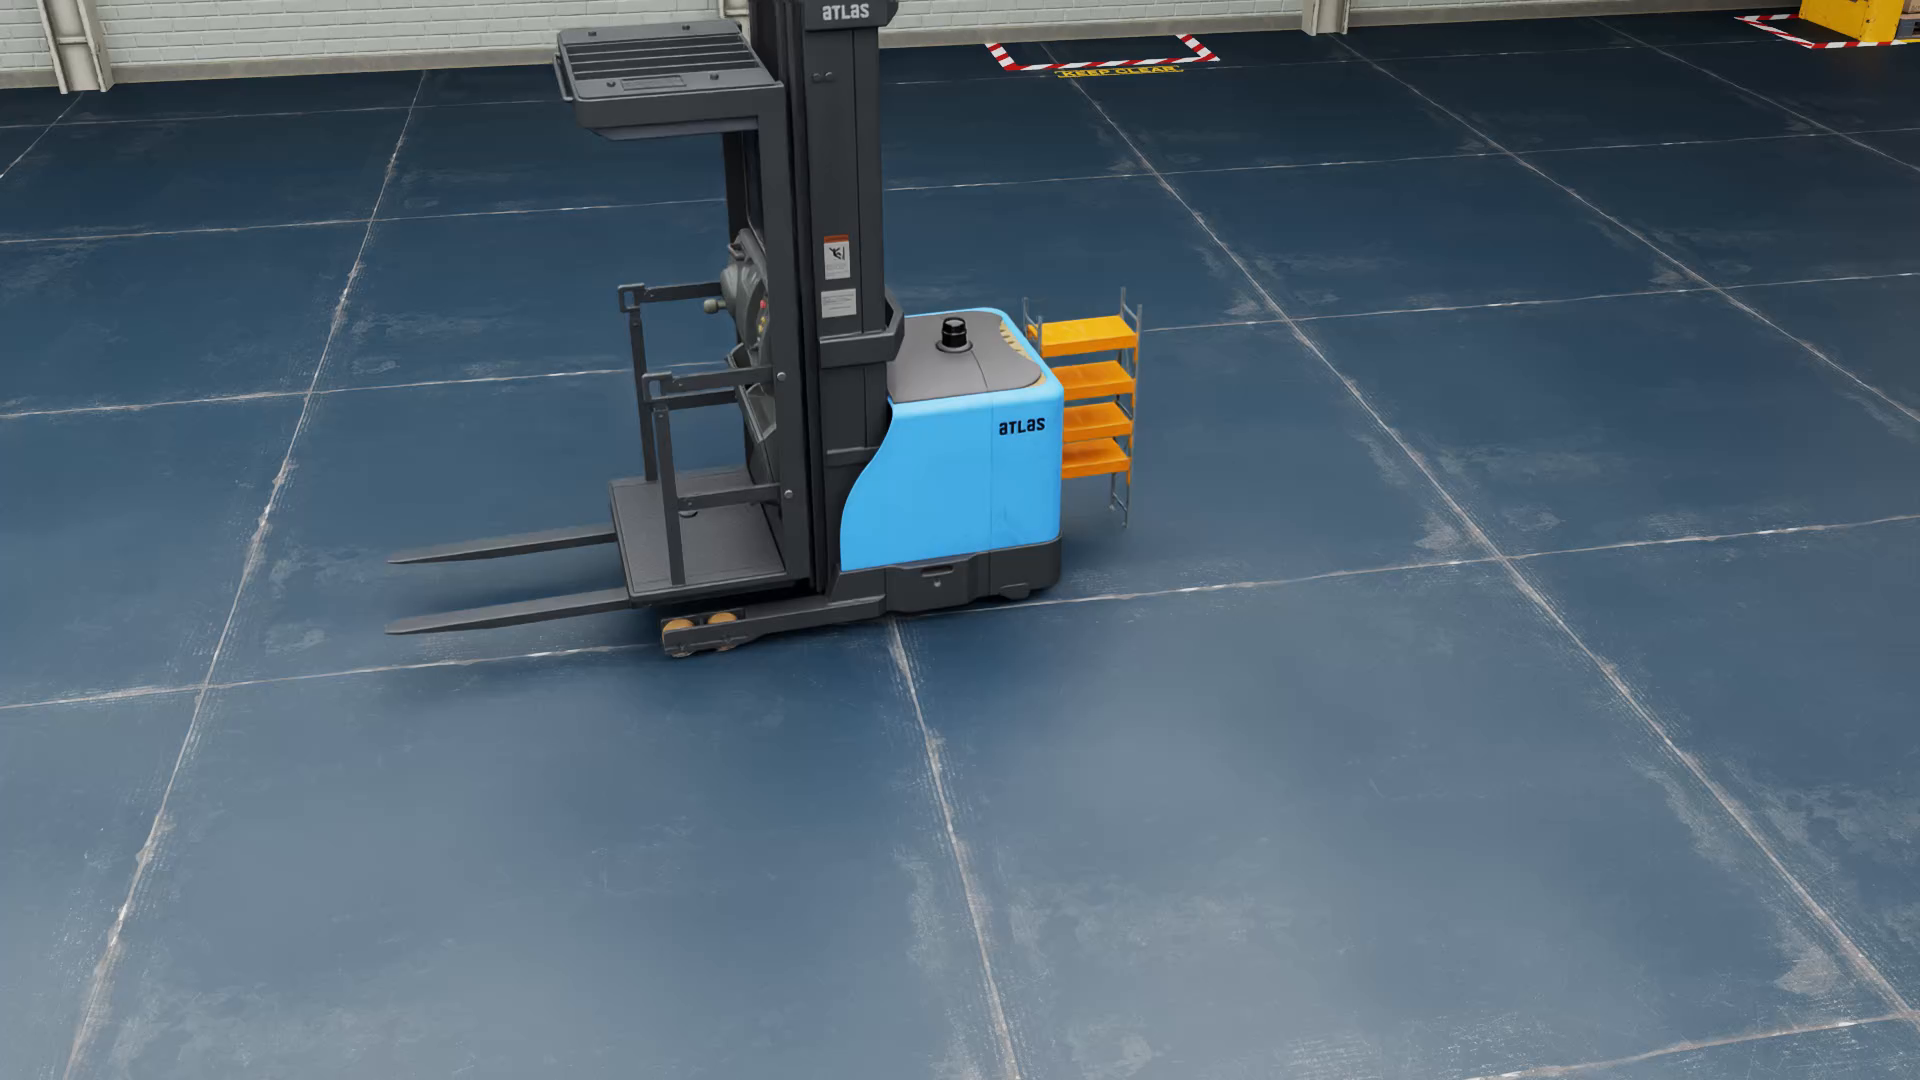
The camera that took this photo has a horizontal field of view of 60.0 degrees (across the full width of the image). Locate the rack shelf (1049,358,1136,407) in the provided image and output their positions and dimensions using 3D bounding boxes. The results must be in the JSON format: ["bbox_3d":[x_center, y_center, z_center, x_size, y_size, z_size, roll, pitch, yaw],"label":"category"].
[{"bbox_3d":[0.574,-0.733,8.005,0.480,0.148,0.258,-8,31,-13],"label":"rack shelf"}]

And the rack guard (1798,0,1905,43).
[{"bbox_3d":[9.206,-5.539,17.178,0.348,0.500,1.175,-5,31,-9],"label":"rack guard"}]

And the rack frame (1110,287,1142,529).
[{"bbox_3d":[0.809,-0.632,8.141,0.015,1.200,0.240,-8,31,-13],"label":"rack frame"}]

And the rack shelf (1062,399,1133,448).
[{"bbox_3d":[0.574,-0.540,8.118,0.480,0.148,0.258,-8,31,-13],"label":"rack shelf"}]

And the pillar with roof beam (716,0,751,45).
[{"bbox_3d":[-1.364,-6.449,10.340,0.400,9.000,9.100,-5,31,-9],"label":"pillar with roof beam"}]

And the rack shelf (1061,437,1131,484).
[{"bbox_3d":[0.574,-0.369,8.219,0.480,0.148,0.258,-8,31,-13],"label":"rack shelf"}]

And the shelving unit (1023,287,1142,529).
[{"bbox_3d":[0.574,-0.598,8.084,0.503,1.200,0.258,-8,31,-13],"label":"shelving unit"}]

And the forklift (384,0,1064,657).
[{"bbox_3d":[-1.102,-1.043,7.133,3.031,2.935,1.130,-8,31,-13],"label":"forklift"}]

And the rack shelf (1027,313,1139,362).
[{"bbox_3d":[0.574,-0.937,7.885,0.480,0.148,0.258,-8,31,-13],"label":"rack shelf"}]

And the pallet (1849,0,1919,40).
[{"bbox_3d":[10.011,-5.471,17.347,1.213,0.211,1.003,-5,31,-9],"label":"pallet"}]

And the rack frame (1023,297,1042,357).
[{"bbox_3d":[0.339,-0.565,8.027,0.015,1.200,0.240,-8,31,-13],"label":"rack frame"}]

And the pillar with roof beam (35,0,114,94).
[{"bbox_3d":[-7.266,-5.902,9.409,0.400,9.000,9.100,-5,31,-9],"label":"pillar with roof beam"}]

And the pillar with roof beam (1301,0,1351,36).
[{"bbox_3d":[4.537,-6.997,11.272,0.400,9.000,9.100,-5,31,-9],"label":"pillar with roof beam"}]

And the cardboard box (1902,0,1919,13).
[{"bbox_3d":[9.828,-5.659,17.133,0.500,0.311,0.500,-9,32,-15],"label":"cardboard box"}]
